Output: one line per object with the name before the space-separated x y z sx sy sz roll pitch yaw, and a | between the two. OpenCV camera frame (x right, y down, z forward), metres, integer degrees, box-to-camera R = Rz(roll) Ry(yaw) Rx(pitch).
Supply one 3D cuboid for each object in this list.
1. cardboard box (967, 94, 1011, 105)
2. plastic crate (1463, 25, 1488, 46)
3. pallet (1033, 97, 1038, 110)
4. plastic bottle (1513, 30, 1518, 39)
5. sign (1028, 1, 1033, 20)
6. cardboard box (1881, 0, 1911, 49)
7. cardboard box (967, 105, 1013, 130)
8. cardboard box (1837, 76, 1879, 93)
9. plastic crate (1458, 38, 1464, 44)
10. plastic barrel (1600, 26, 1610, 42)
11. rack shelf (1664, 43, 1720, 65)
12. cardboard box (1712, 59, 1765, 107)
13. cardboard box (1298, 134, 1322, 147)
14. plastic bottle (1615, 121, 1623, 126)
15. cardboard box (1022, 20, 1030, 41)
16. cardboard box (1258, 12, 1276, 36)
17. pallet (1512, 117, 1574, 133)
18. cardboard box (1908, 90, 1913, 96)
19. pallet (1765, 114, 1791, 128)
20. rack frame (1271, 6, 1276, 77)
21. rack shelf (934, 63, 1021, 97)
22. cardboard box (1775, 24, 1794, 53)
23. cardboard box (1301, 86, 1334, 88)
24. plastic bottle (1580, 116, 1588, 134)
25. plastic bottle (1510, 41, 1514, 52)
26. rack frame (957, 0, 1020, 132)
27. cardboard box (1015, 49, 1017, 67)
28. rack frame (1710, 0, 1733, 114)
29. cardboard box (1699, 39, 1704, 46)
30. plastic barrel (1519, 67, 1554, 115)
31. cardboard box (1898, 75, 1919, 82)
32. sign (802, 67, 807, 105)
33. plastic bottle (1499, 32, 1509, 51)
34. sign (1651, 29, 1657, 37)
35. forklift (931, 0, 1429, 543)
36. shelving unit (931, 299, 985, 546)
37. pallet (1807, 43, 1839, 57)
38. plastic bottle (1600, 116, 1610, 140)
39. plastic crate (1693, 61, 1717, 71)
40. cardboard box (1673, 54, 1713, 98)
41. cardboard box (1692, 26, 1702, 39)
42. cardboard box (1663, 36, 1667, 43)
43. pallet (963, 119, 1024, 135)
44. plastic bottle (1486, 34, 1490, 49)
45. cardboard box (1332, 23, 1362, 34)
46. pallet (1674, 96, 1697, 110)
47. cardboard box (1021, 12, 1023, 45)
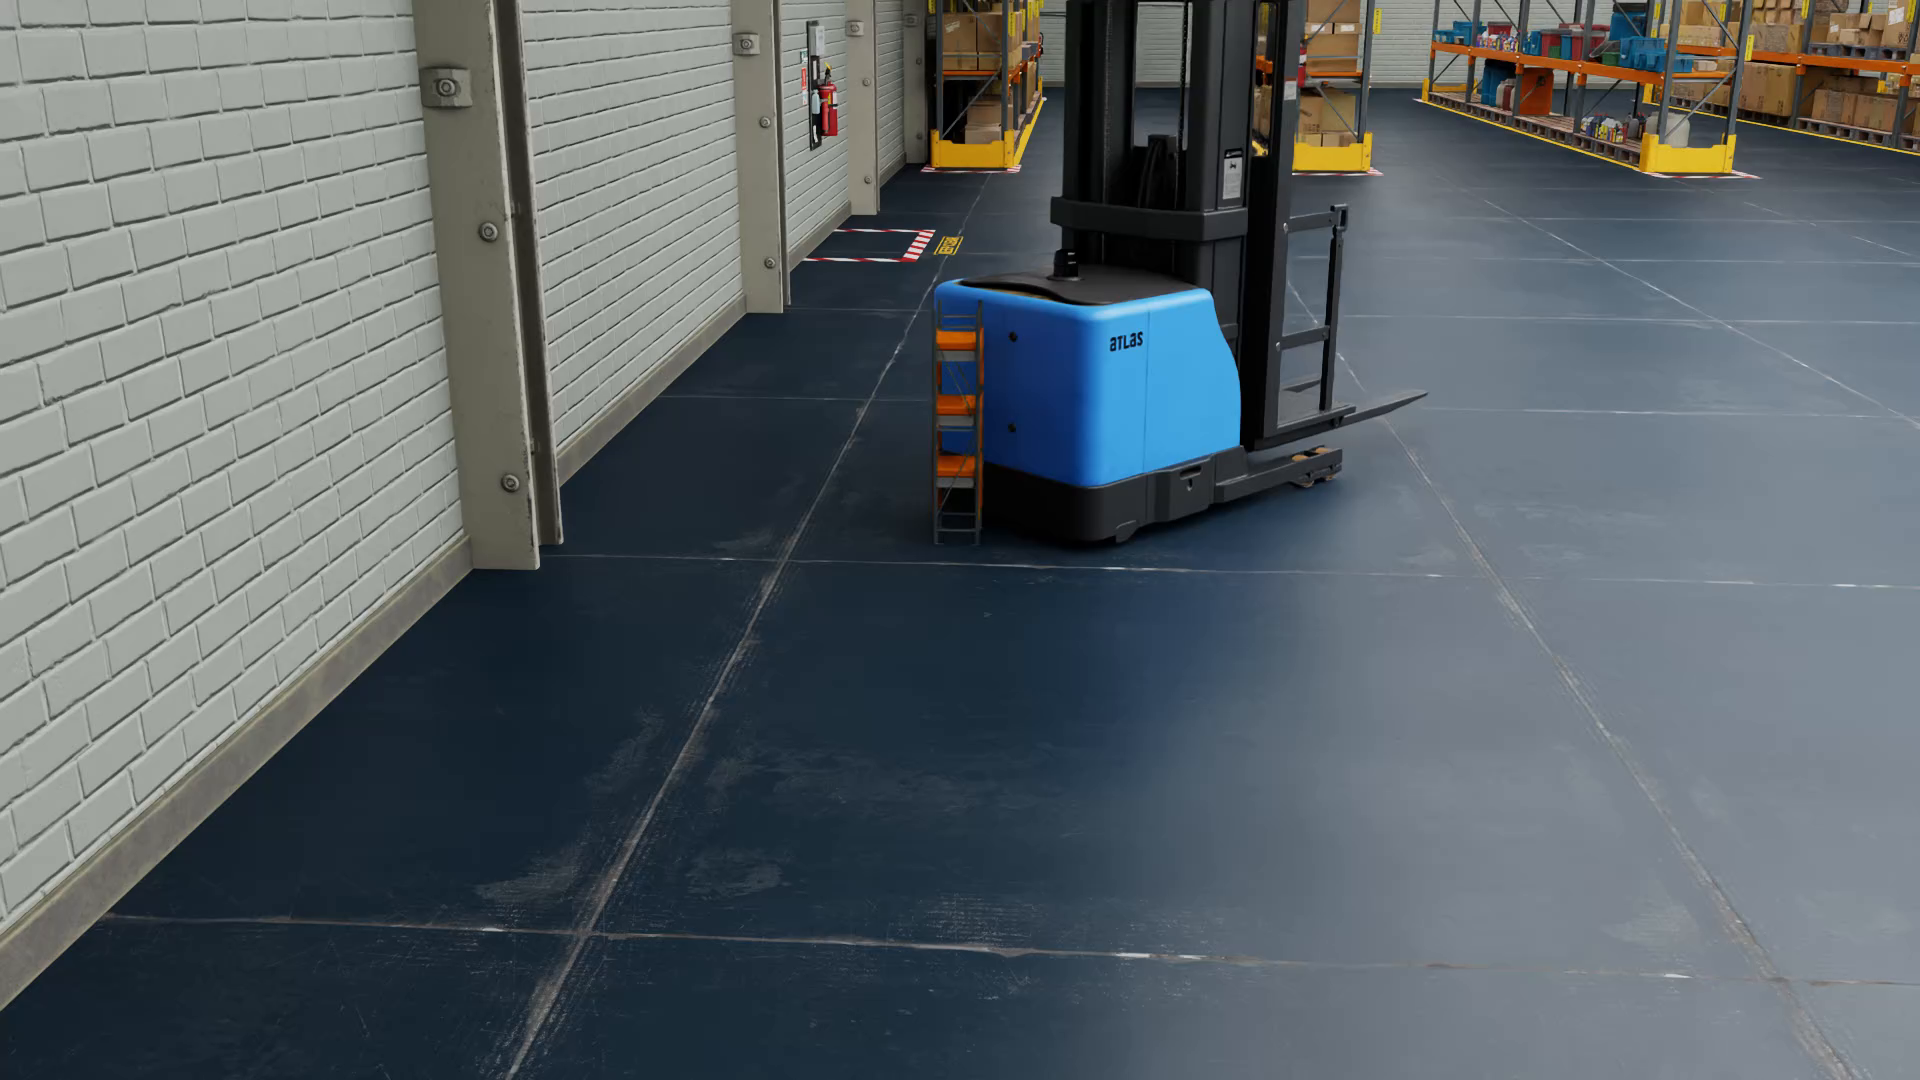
cardboard box | 0.493 -7.210 27.918 0.700 0.500 0.500 2 18 6
plastic crate | 10.605 -10.397 34.265 0.392 0.384 0.575 1 18 4
pallet | 1.163 -9.354 35.631 1.003 0.211 1.213 1 18 4
plastic bottle | 11.028 -9.910 32.930 0.144 0.351 0.185 1 18 4
sign | 1.285 -9.706 30.494 0.100 0.325 0.005 1 18 4
cardboard box | 15.475 -8.357 26.471 1.000 1.000 1.000 1 18 4
cardboard box | 0.452 -6.356 25.310 0.700 0.500 0.500 0 18 0
cardboard box | 15.519 -7.874 28.741 0.500 0.250 0.500 3 18 10
plastic crate | 10.724 -10.475 34.919 0.437 0.125 0.590 1 18 4
plastic barrel | 10.625 -8.096 27.094 0.433 0.535 0.433 0 18 0
rack shelf | 15.995 -10.392 35.476 1.077 0.370 4.000 1 18 4
cardboard box | 15.826 -9.104 33.126 1.225 0.875 0.875 1 18 4
cardboard box | 4.855 -5.674 23.664 0.500 0.250 0.500 1 18 4
plastic bottle | 9.972 -6.226 25.274 0.152 0.276 0.135 1 18 4
cardboard box | 1.033 -9.546 31.068 0.500 0.500 0.500 2 18 6
cardboard box | 5.617 -9.538 30.879 0.700 0.500 0.500 -5 19 -15
pallet | 10.530 -7.416 29.717 1.003 0.211 1.213 1 18 4
cardboard box | 20.646 -9.665 36.006 0.380 0.149 0.250 2 18 5
pallet | 15.697 -7.789 30.854 1.003 0.211 1.213 1 18 4
rack frame | 5.971 -10.335 34.147 1.000 3.000 0.127 1 18 4
rack shelf | 0.313 -6.997 25.115 1.077 0.370 4.000 1 18 4
cardboard box | 15.395 -9.232 30.619 0.500 0.500 0.500 1 18 3
cardboard box | 5.535 -6.796 25.883 0.500 0.500 0.500 1 18 4
plastic bottle | 9.878 -6.562 26.308 0.097 0.271 0.097 0 18 0
plastic bottle | 10.278 -9.159 30.877 0.097 0.201 0.097 0 18 0
rack frame | 0.456 -7.960 26.898 1.000 3.000 0.127 1 18 4
cardboard box | 0.587 -7.120 24.544 0.500 0.250 0.500 1 18 3
rack frame | 15.852 -10.113 33.469 1.000 3.000 0.127 1 18 4
cardboard box | 15.602 -10.335 34.550 0.380 0.149 0.250 2 18 5
plastic barrel | 10.643 -8.302 30.752 0.600 0.830 0.708 1 18 4
cardboard box | 20.656 -10.022 36.139 0.380 0.149 0.250 1 18 4
sign | -1.431 -4.172 15.280 0.001 0.329 0.234 1 18 4
plastic bottle | 10.363 -9.496 31.666 0.144 0.351 0.185 1 18 4
sign | 10.886 -7.855 26.132 0.100 0.325 0.005 1 18 4
forklift | 1.277 -1.750 8.058 3.031 2.935 1.130 -17 24 -41
shelving unit | -0.008 -0.512 7.299 0.215 1.050 0.252 1 18 4
pallet | 15.620 -8.556 29.024 1.213 0.211 1.003 1 18 4
plastic bottle | 9.822 -6.257 25.249 0.144 0.351 0.185 1 18 3
plastic crate | 10.436 -6.642 23.299 0.298 0.136 0.250 1 18 4
cardboard box | 16.107 -10.062 36.051 0.875 0.875 0.875 1 18 4
cardboard box | 15.693 -10.645 34.857 0.500 0.250 0.500 2 18 5
cardboard box | 15.767 -11.053 36.742 0.380 0.149 0.250 1 18 3
pallet | 0.596 -7.257 29.230 1.003 0.211 1.213 1 18 4
plastic bottle | 10.396 -9.788 32.664 0.061 0.283 0.133 1 18 4
cardboard box | 5.354 -7.081 23.014 0.380 0.149 0.250 1 18 4
pallet | 16.069 -9.402 35.778 1.003 0.211 1.213 1 18 4
cardboard box | 0.731 -8.101 26.333 0.500 0.500 0.500 1 18 4
